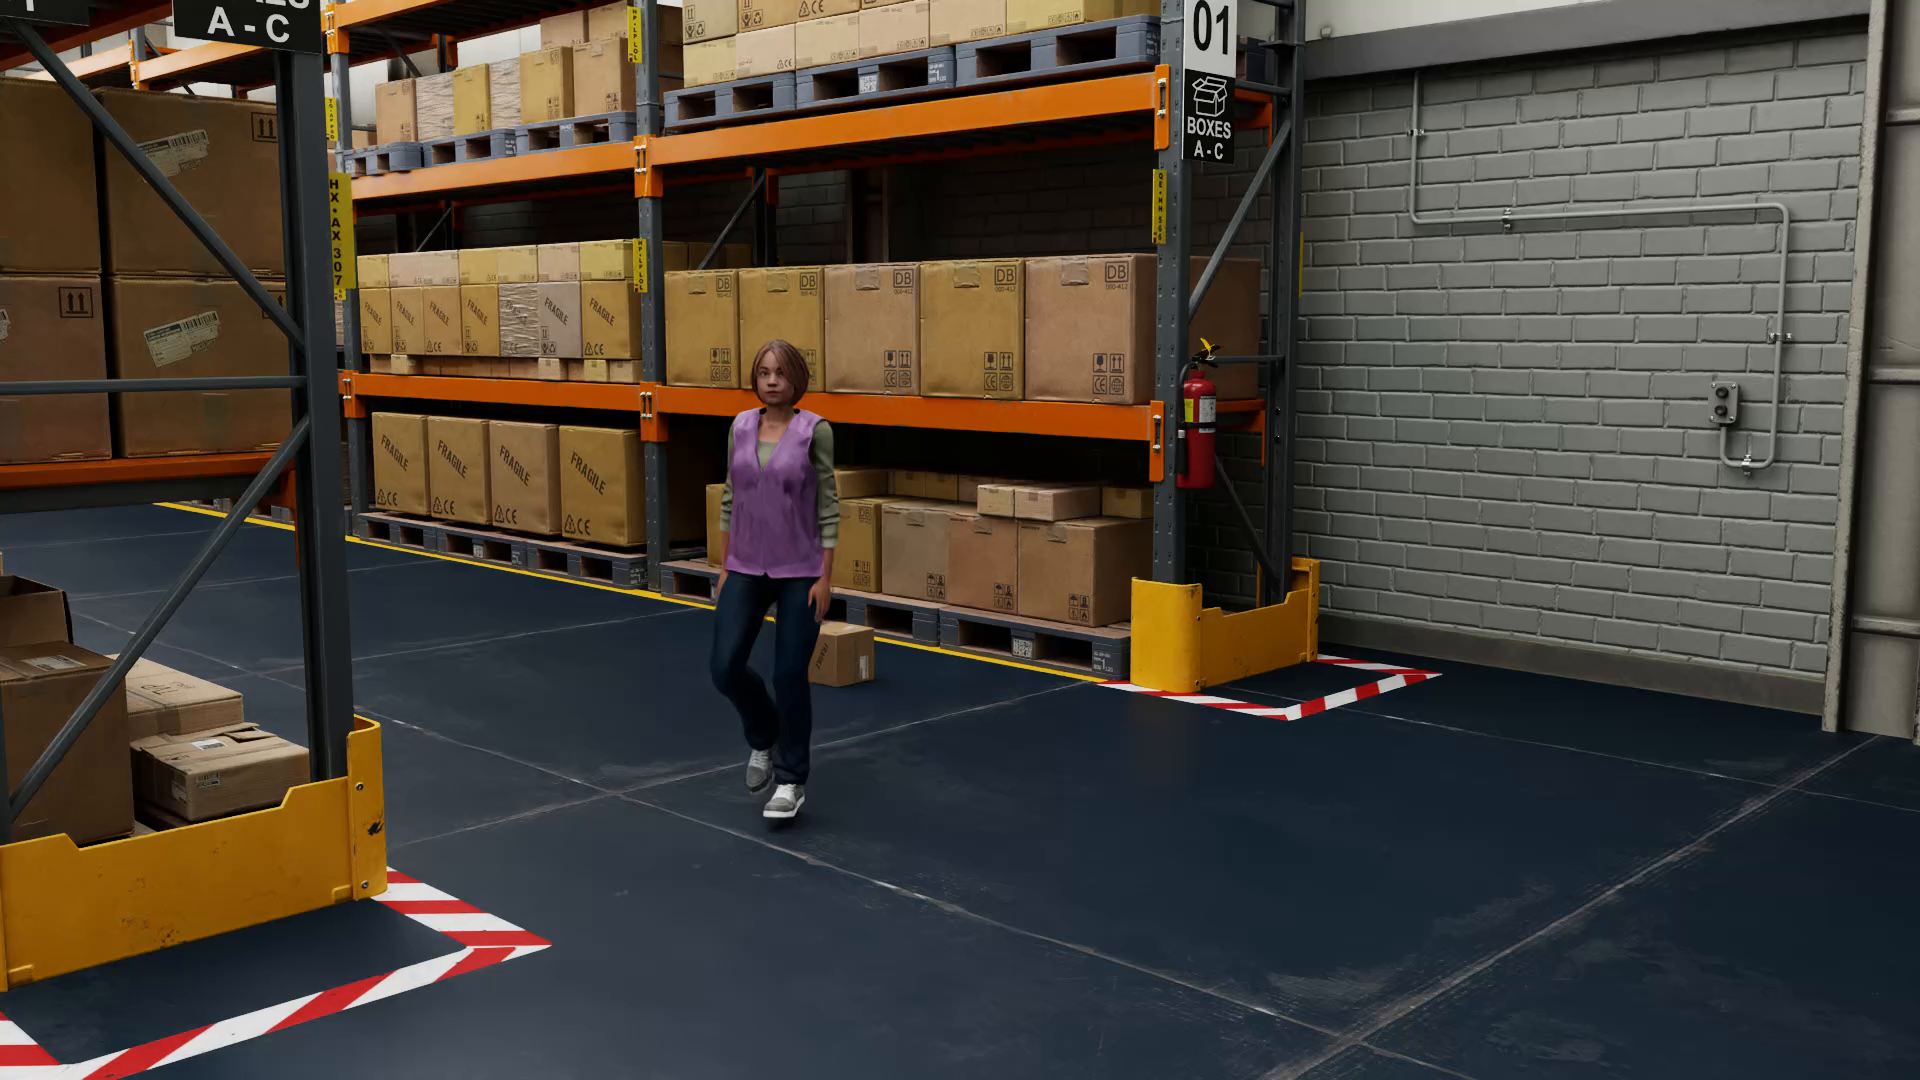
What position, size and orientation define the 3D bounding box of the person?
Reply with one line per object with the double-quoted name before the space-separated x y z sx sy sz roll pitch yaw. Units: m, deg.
"person" -0.608 0.127 5.587 0.439 1.595 0.382 1 7 11
